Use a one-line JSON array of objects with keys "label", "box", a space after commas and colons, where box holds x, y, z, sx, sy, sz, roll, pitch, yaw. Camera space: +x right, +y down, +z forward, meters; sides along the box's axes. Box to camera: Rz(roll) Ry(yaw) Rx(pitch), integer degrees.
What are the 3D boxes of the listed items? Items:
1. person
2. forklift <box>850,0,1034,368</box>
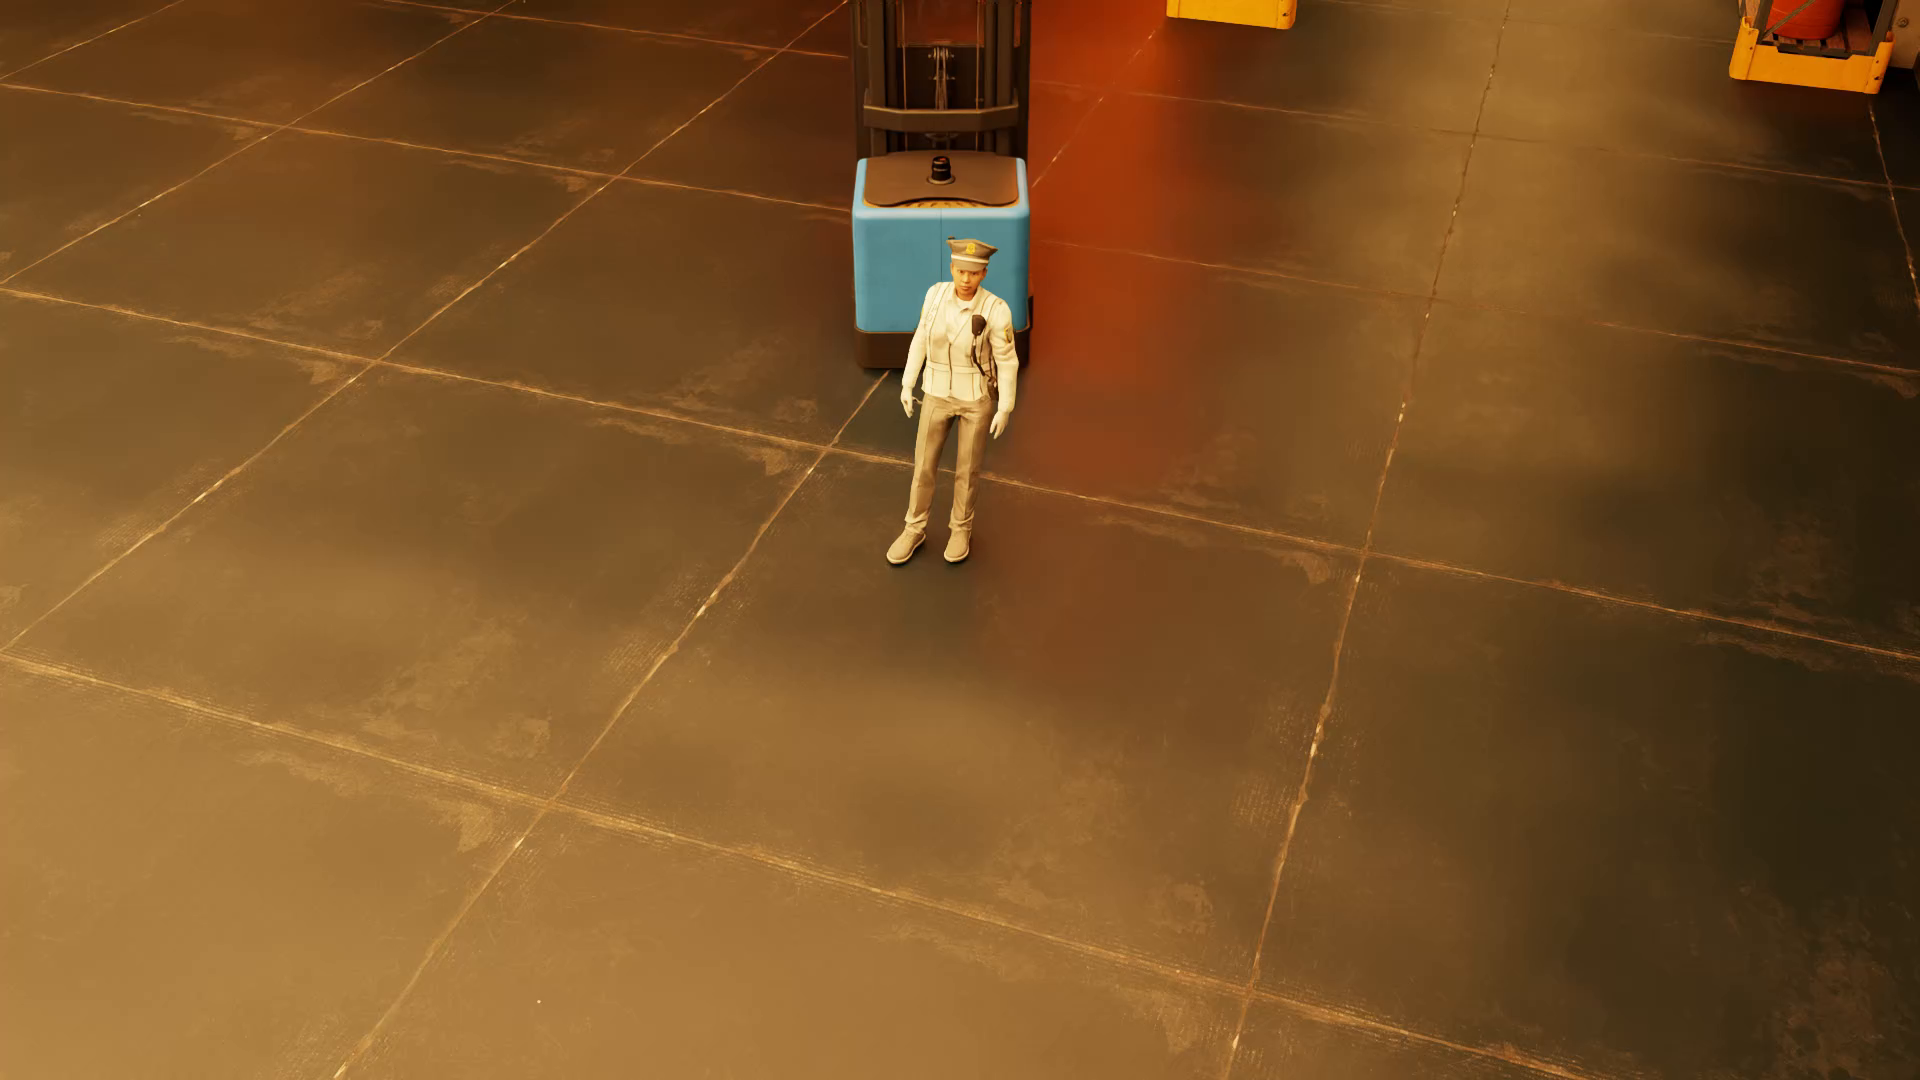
[{"label": "person", "box": [-0.028, -0.662, 8.101, 0.588, 1.696, 0.533, 12, 37, 16]}, {"label": "forklift", "box": [-0.116, -3.044, 10.404, 1.130, 2.935, 3.031, 0, 35, 0]}]
